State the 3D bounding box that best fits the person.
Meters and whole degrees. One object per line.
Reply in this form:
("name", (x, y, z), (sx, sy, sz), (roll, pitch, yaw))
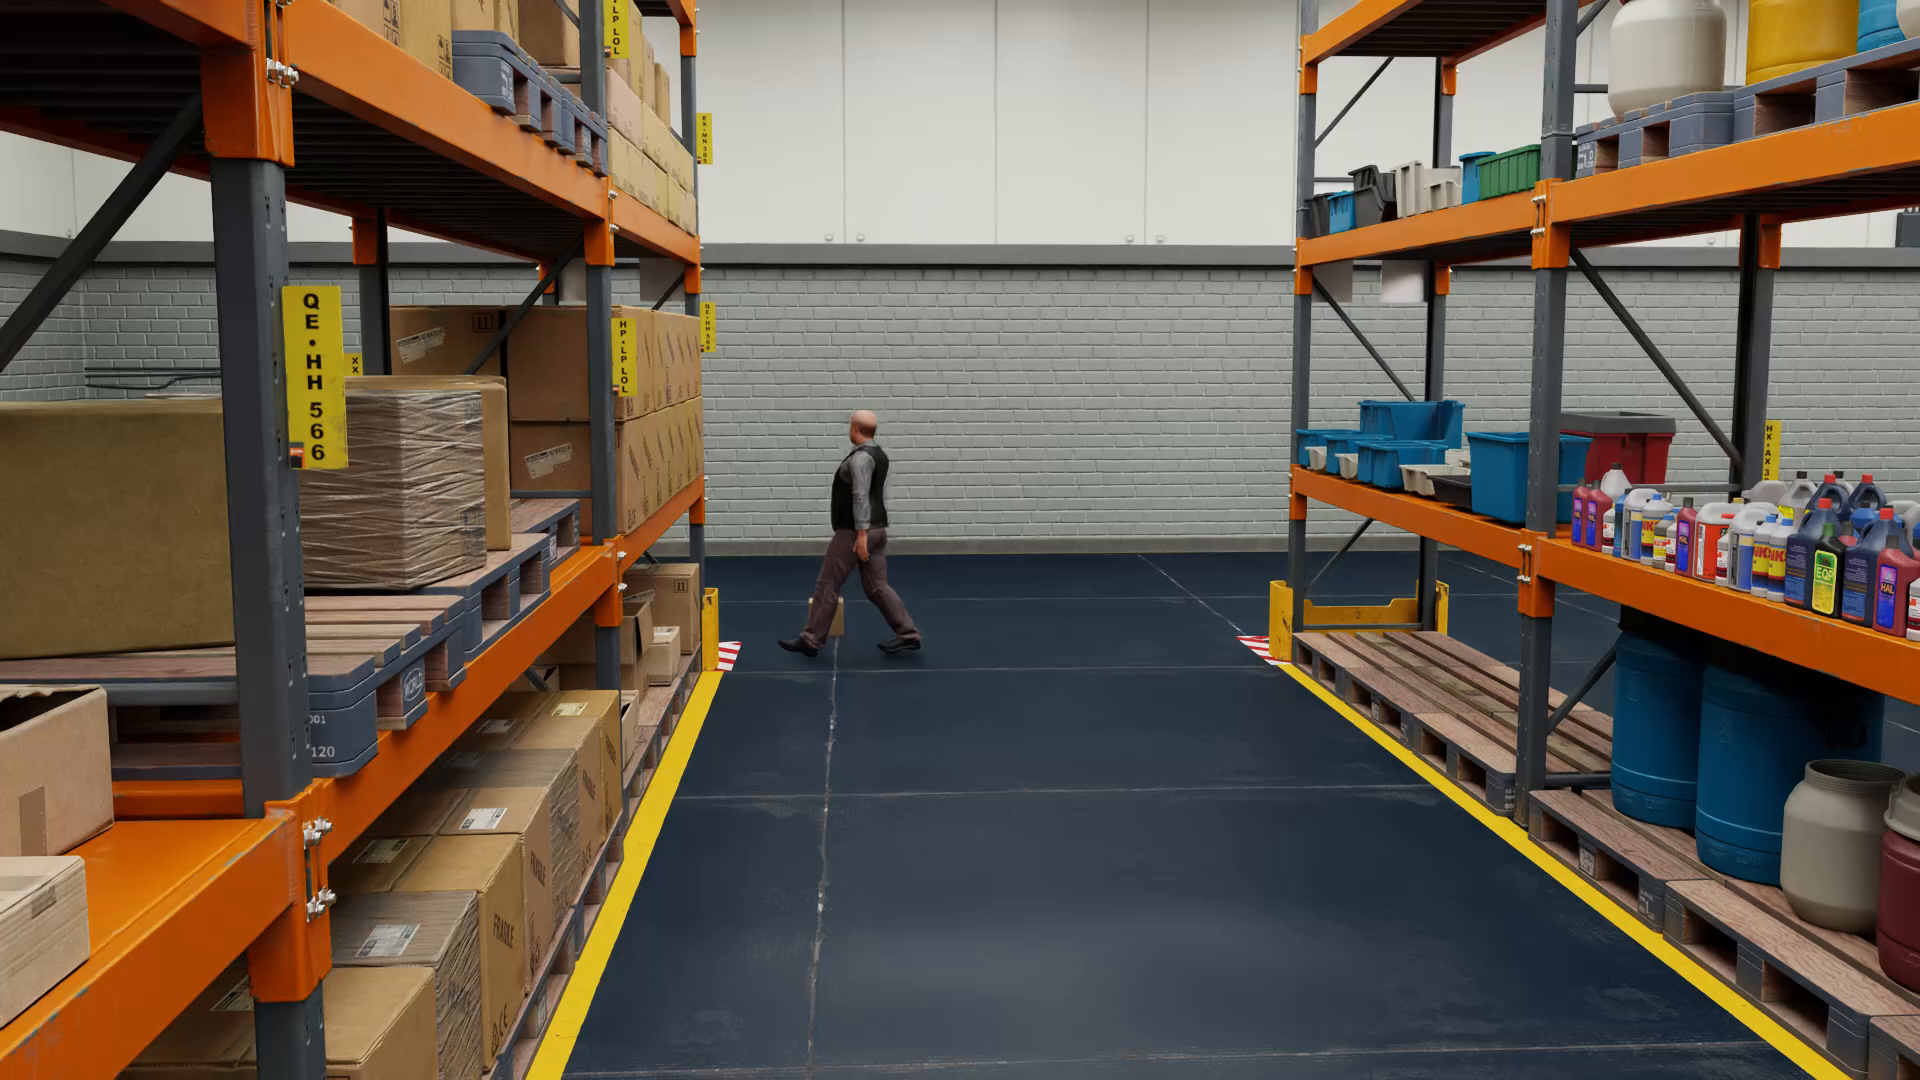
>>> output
("person", (-0.736, -0.051, 11.347), (0.949, 1.670, 0.619), (2, 7, 16))
